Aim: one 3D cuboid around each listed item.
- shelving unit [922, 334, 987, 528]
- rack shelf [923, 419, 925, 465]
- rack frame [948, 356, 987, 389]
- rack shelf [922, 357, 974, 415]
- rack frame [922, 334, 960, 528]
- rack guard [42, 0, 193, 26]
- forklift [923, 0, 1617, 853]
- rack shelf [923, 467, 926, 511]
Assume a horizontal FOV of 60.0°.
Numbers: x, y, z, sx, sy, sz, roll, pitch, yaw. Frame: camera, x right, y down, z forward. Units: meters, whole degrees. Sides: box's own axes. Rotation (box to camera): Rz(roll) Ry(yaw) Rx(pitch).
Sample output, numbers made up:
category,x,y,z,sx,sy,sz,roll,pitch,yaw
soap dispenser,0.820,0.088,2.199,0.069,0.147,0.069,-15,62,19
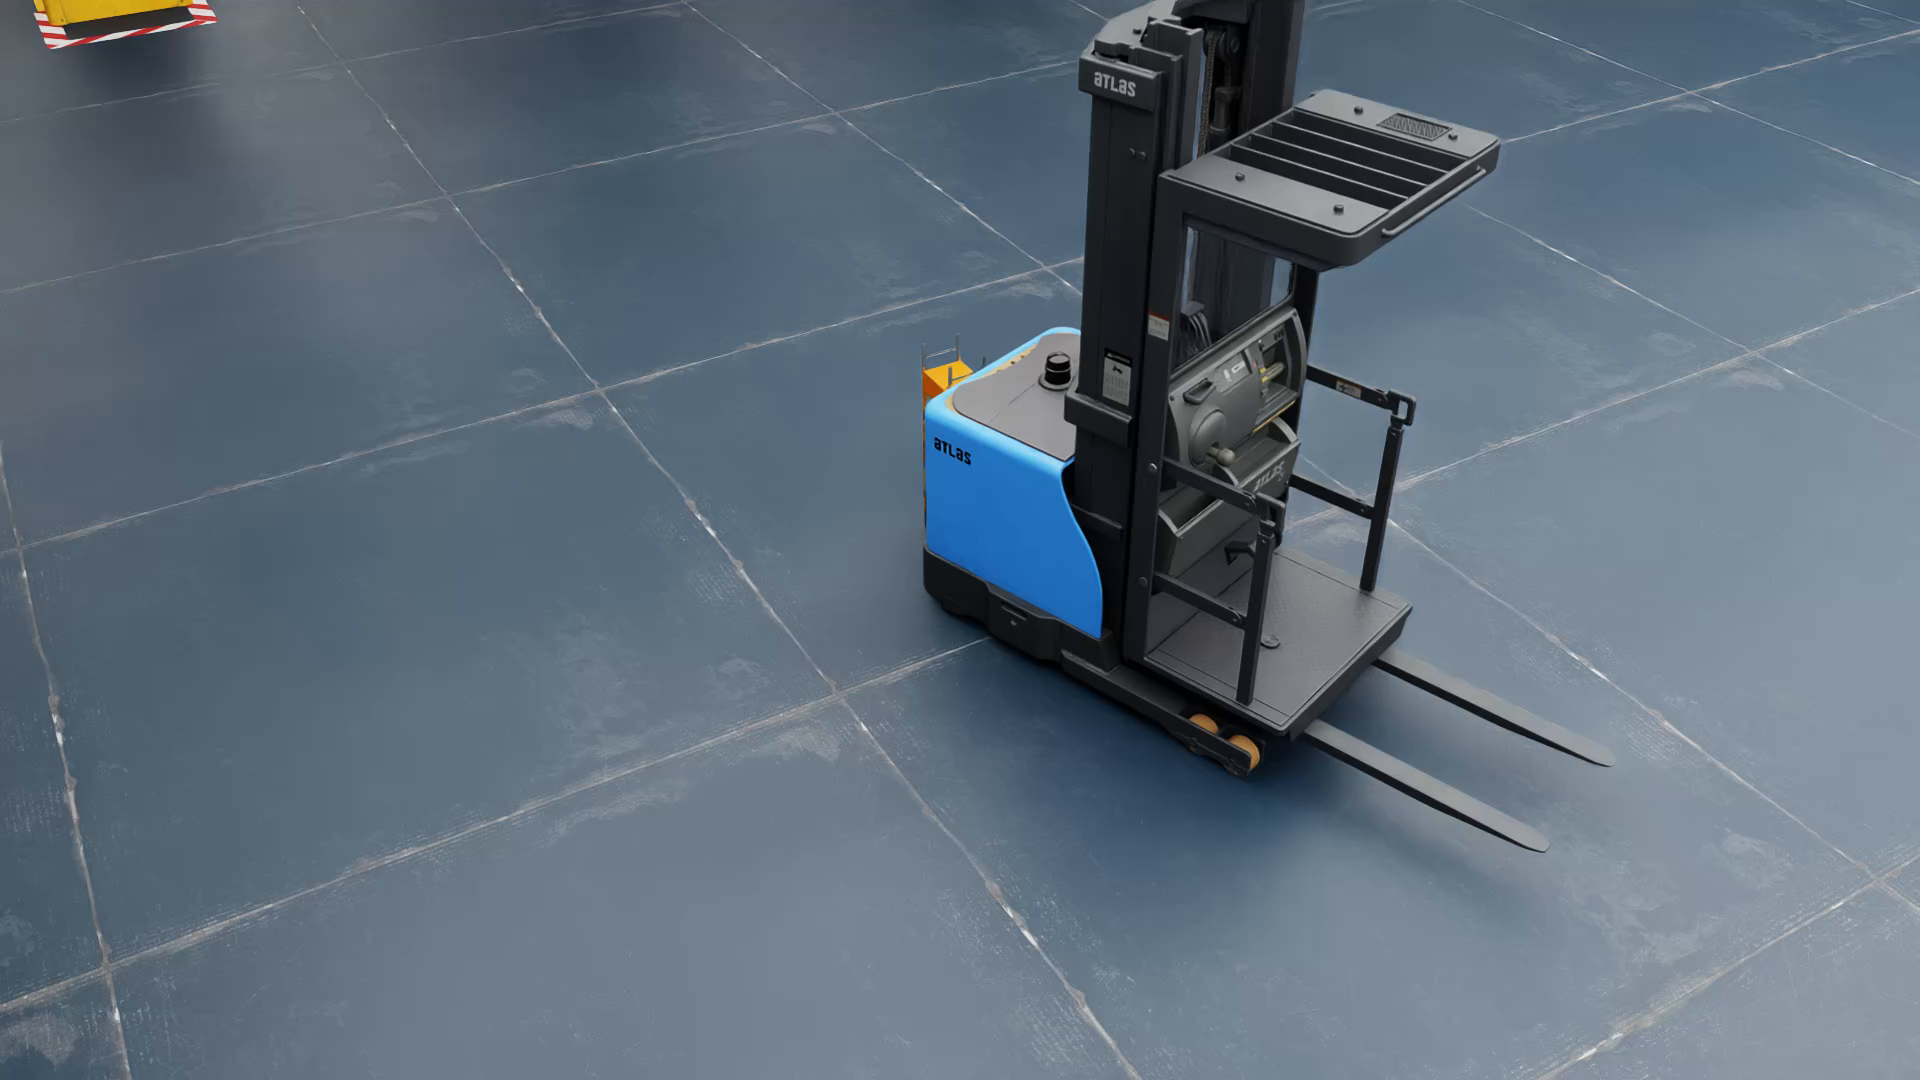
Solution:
category,x,y,z,sx,sy,sz,roll,pitch,yaw
shelving unit,-0.027,-0.451,7.978,0.215,1.050,0.252,-19,40,-24
rack shelf,-0.027,-0.443,7.984,0.215,0.259,0.240,-19,40,-24
rack frame,0.034,-0.389,7.893,0.200,1.050,0.008,-19,40,-24
rack shelf,-0.027,-0.672,7.817,0.215,0.259,0.240,-19,40,-24
rack frame,-0.088,-0.513,8.063,0.200,1.050,0.008,-19,40,-24
rack guard,-7.387,-4.872,14.497,1.175,0.500,0.348,-19,40,-24
forklift,1.274,-0.560,6.531,3.031,2.935,1.130,27,44,32
rack shelf,-0.027,-0.218,8.148,0.215,0.259,0.240,-19,40,-24
